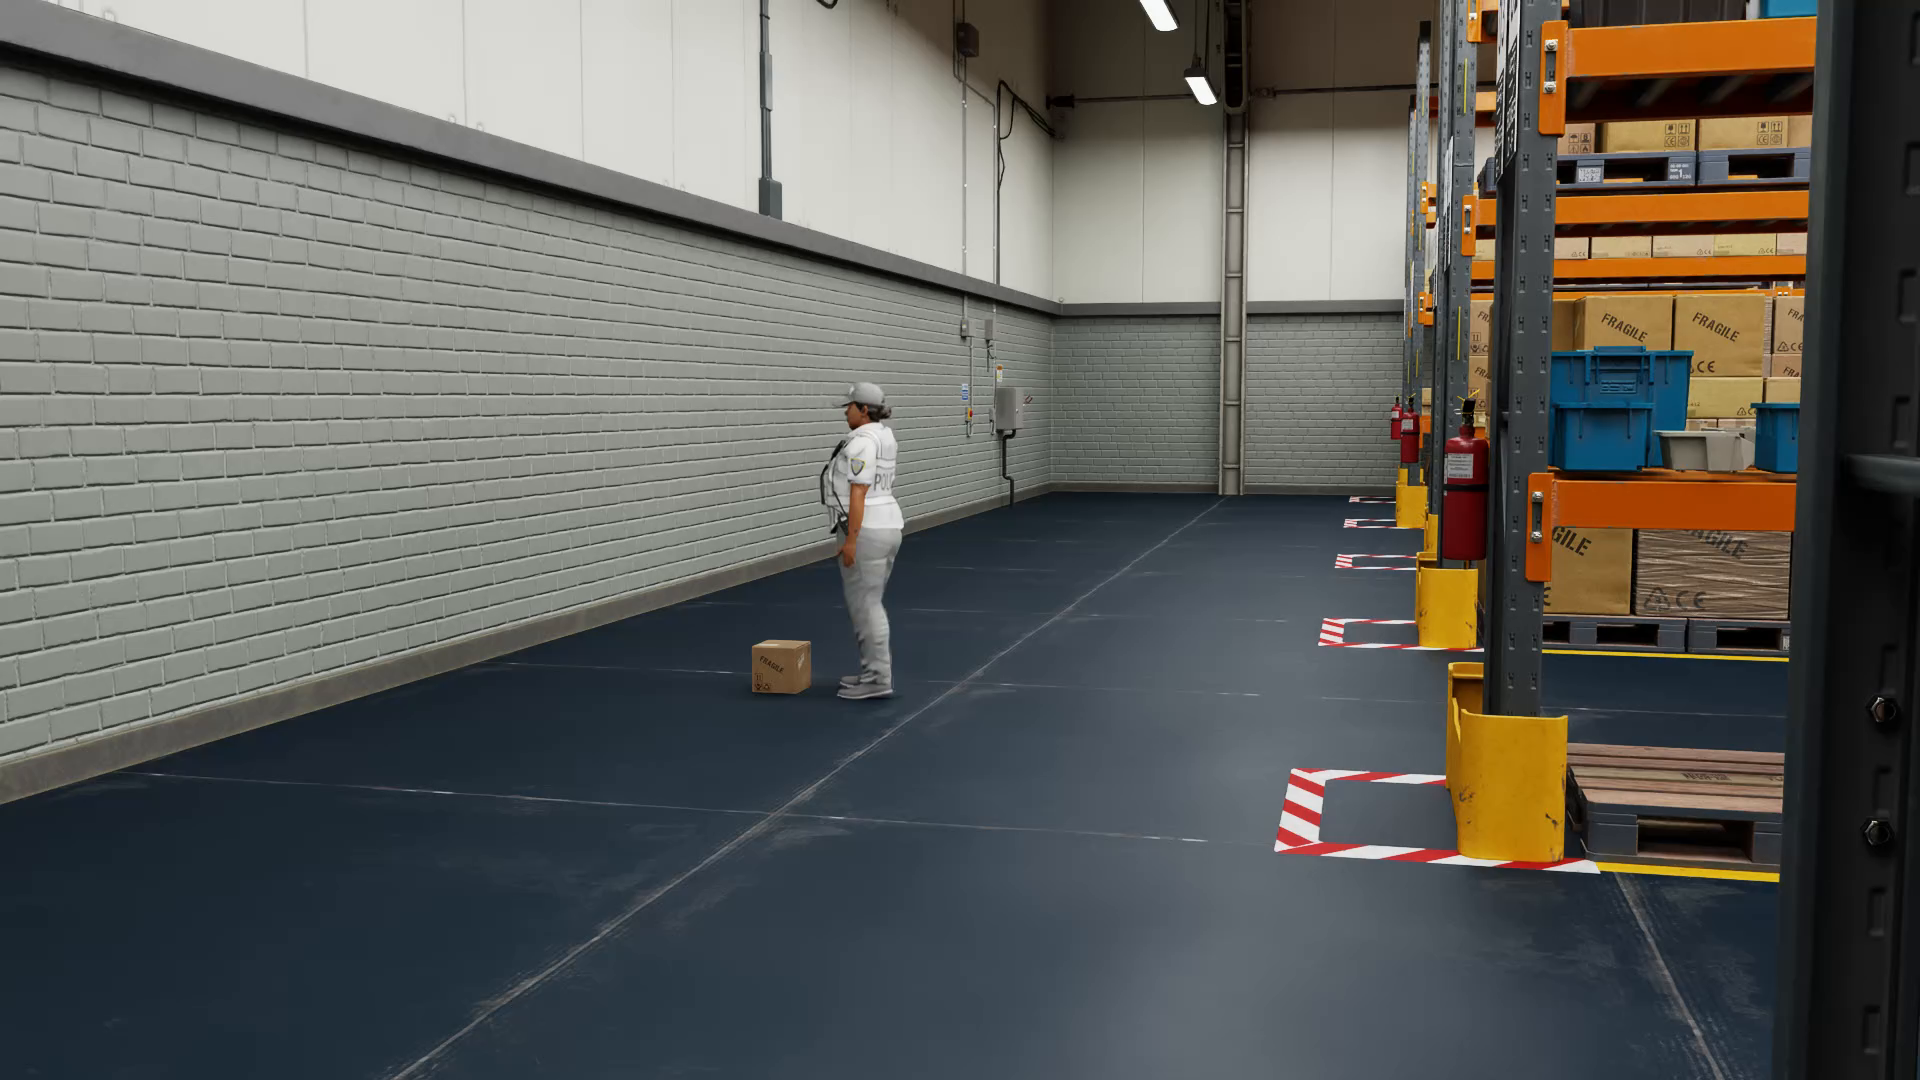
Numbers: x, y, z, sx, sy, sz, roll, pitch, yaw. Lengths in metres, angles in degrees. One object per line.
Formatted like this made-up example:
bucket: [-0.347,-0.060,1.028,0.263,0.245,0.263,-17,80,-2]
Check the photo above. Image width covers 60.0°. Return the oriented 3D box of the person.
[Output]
person: [-0.511,-0.001,8.839,0.393,1.672,0.472,1,5,15]
